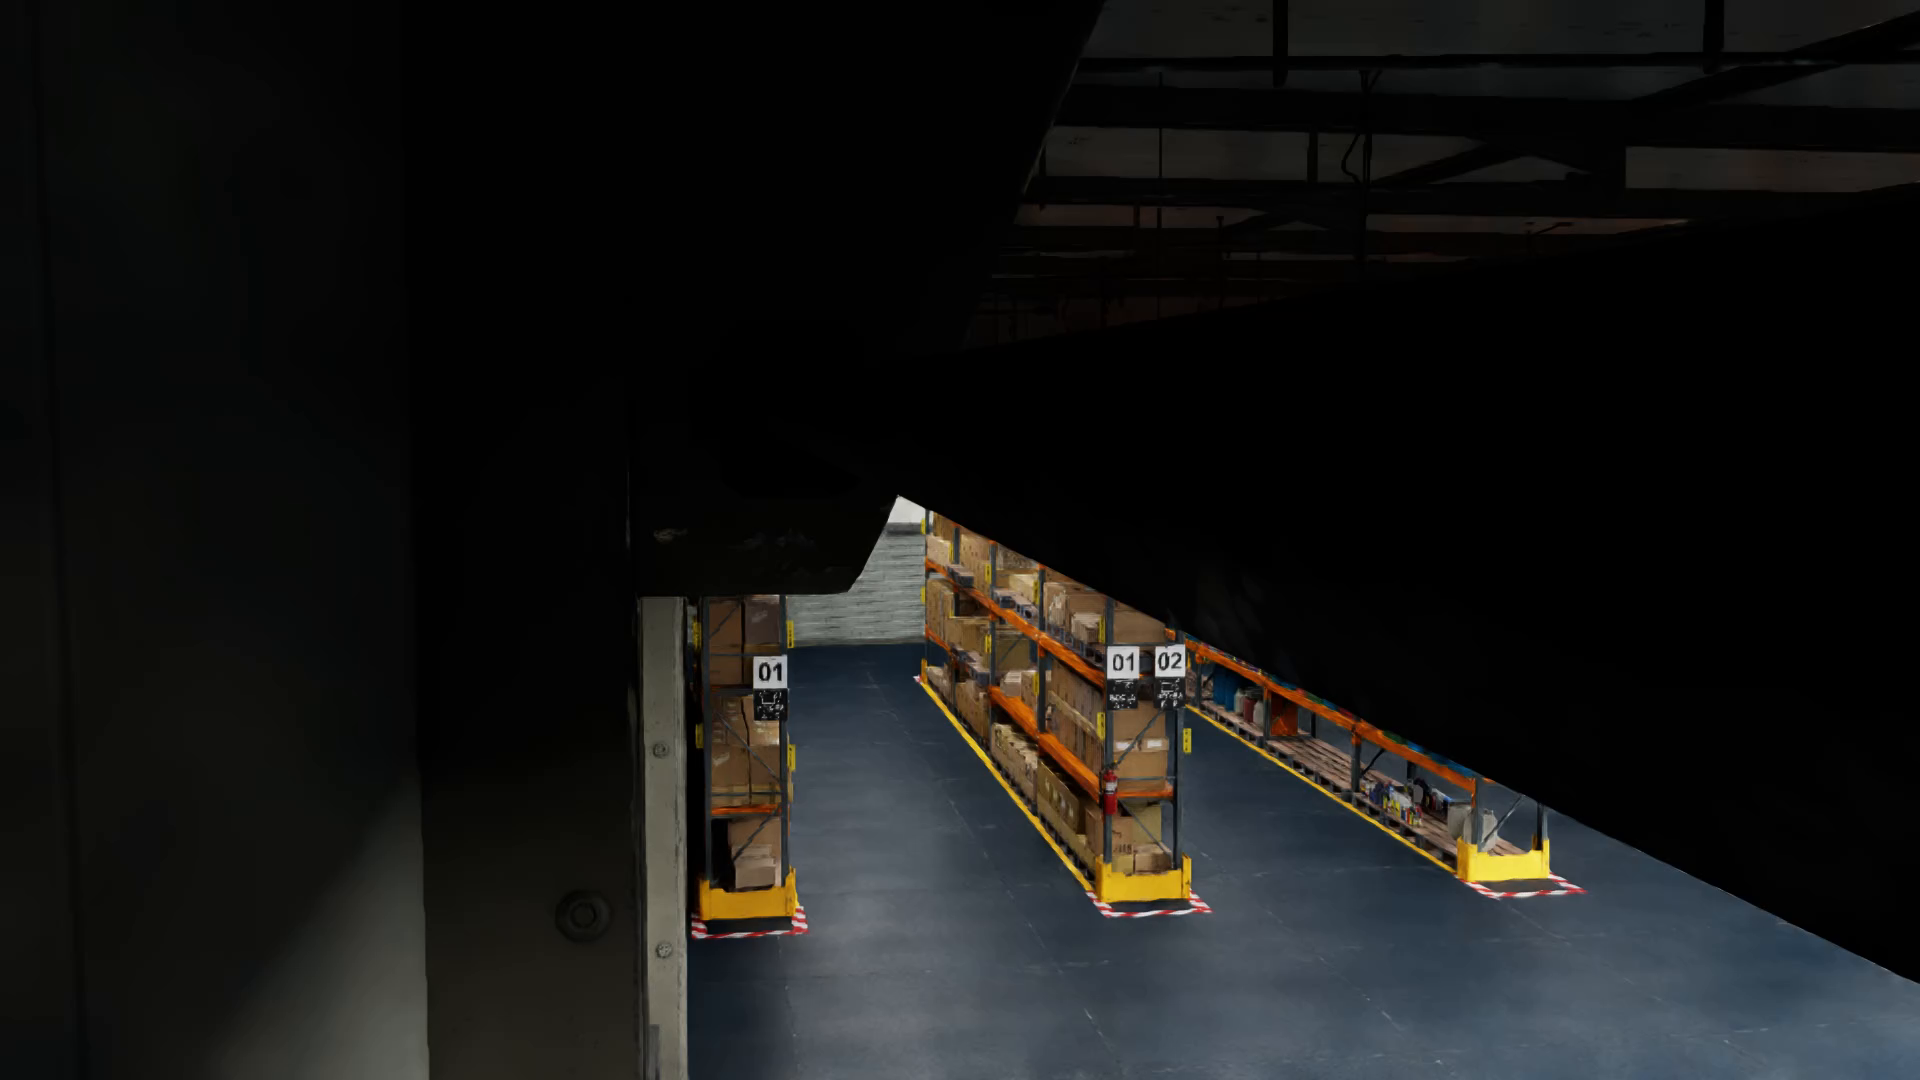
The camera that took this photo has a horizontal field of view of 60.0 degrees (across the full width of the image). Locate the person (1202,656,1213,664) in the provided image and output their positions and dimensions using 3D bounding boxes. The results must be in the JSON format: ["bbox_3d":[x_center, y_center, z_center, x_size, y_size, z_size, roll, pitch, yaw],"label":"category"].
[{"bbox_3d":[5.423,2.053,38.772,0.675,1.727,0.768,-3,6,-30],"label":"person"}]

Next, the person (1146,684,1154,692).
[{"bbox_3d":[3.783,2.737,31.855,0.592,1.604,0.518,-1,5,-11],"label":"person"}]
